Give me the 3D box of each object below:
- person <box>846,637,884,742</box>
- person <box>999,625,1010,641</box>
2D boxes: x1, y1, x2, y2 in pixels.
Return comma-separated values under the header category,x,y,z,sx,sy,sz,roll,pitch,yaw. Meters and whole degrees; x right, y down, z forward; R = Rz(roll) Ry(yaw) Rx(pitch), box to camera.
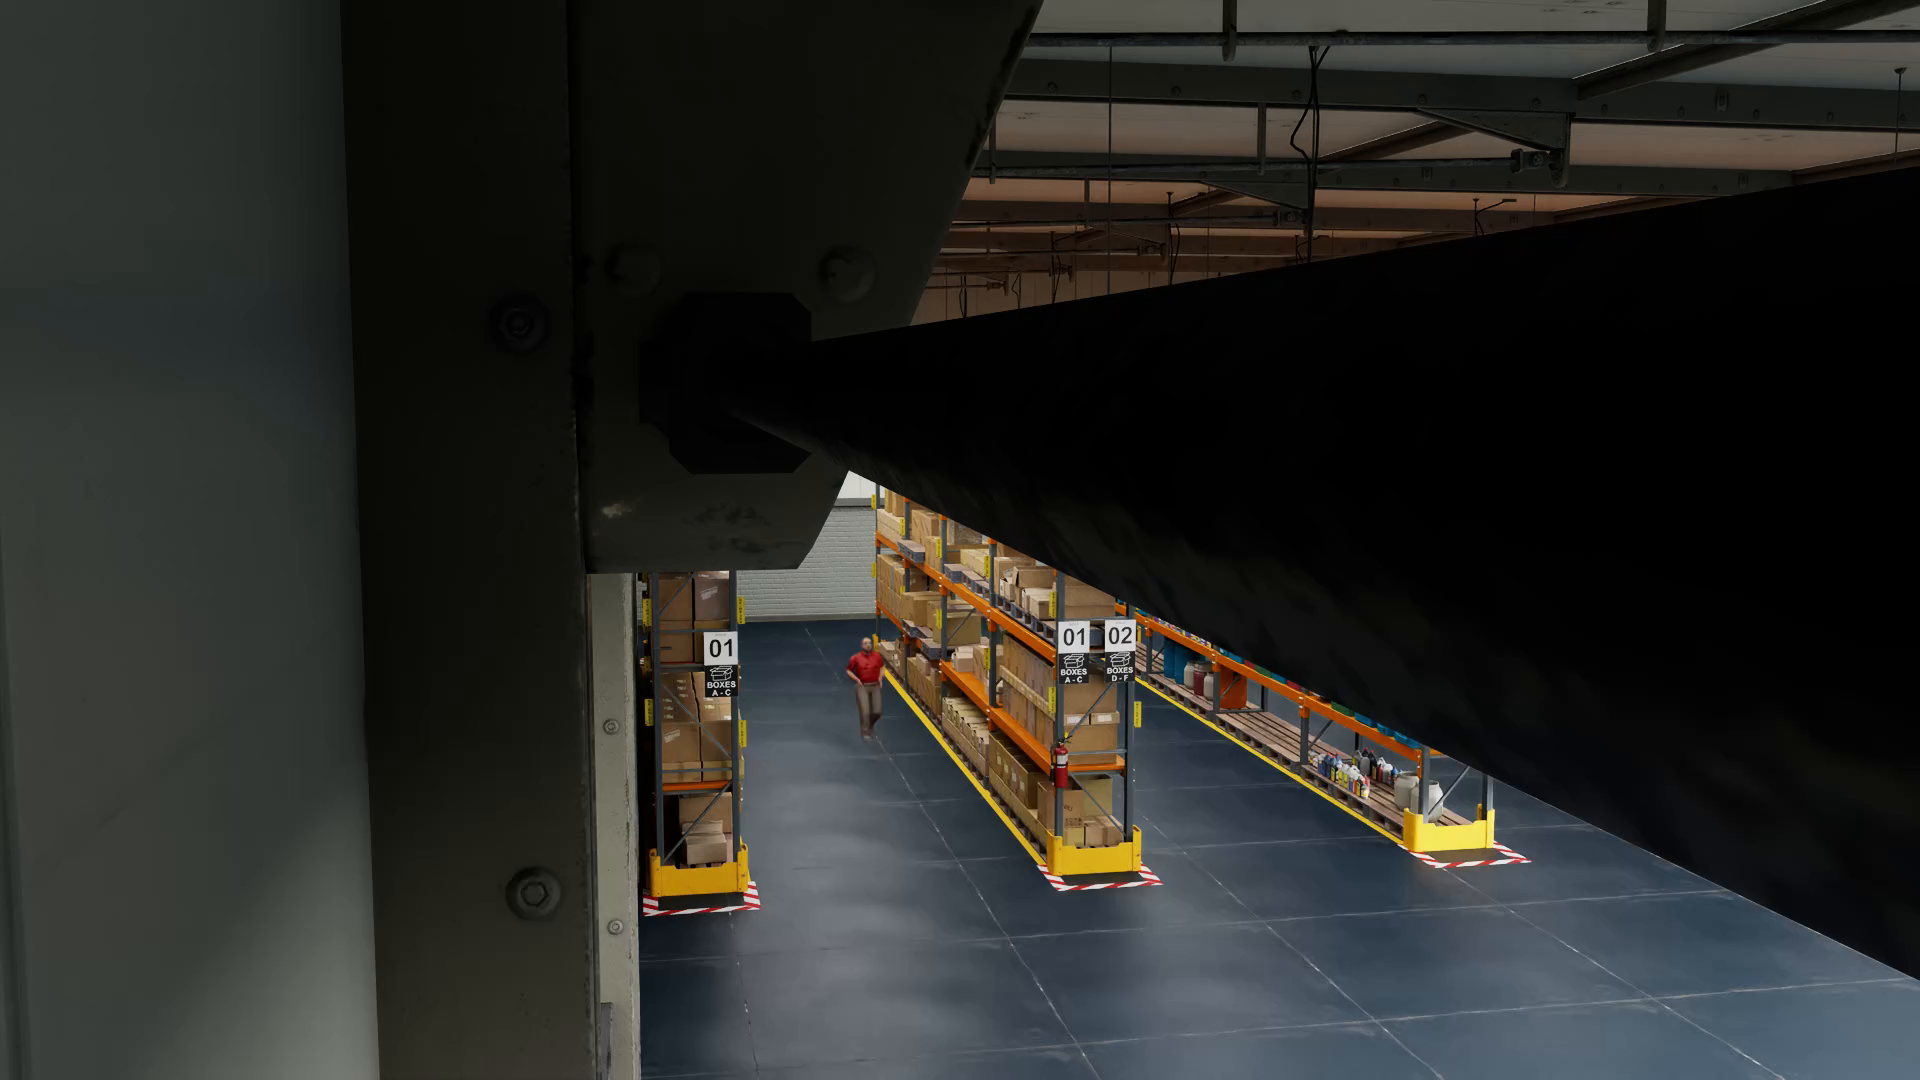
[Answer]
category,x,y,z,sx,sy,sz,roll,pitch,yaw
person,-1.498,2.442,27.036,0.659,1.718,0.580,-2,6,-20
person,1.046,1.888,34.979,0.648,1.735,0.570,-2,6,-19
